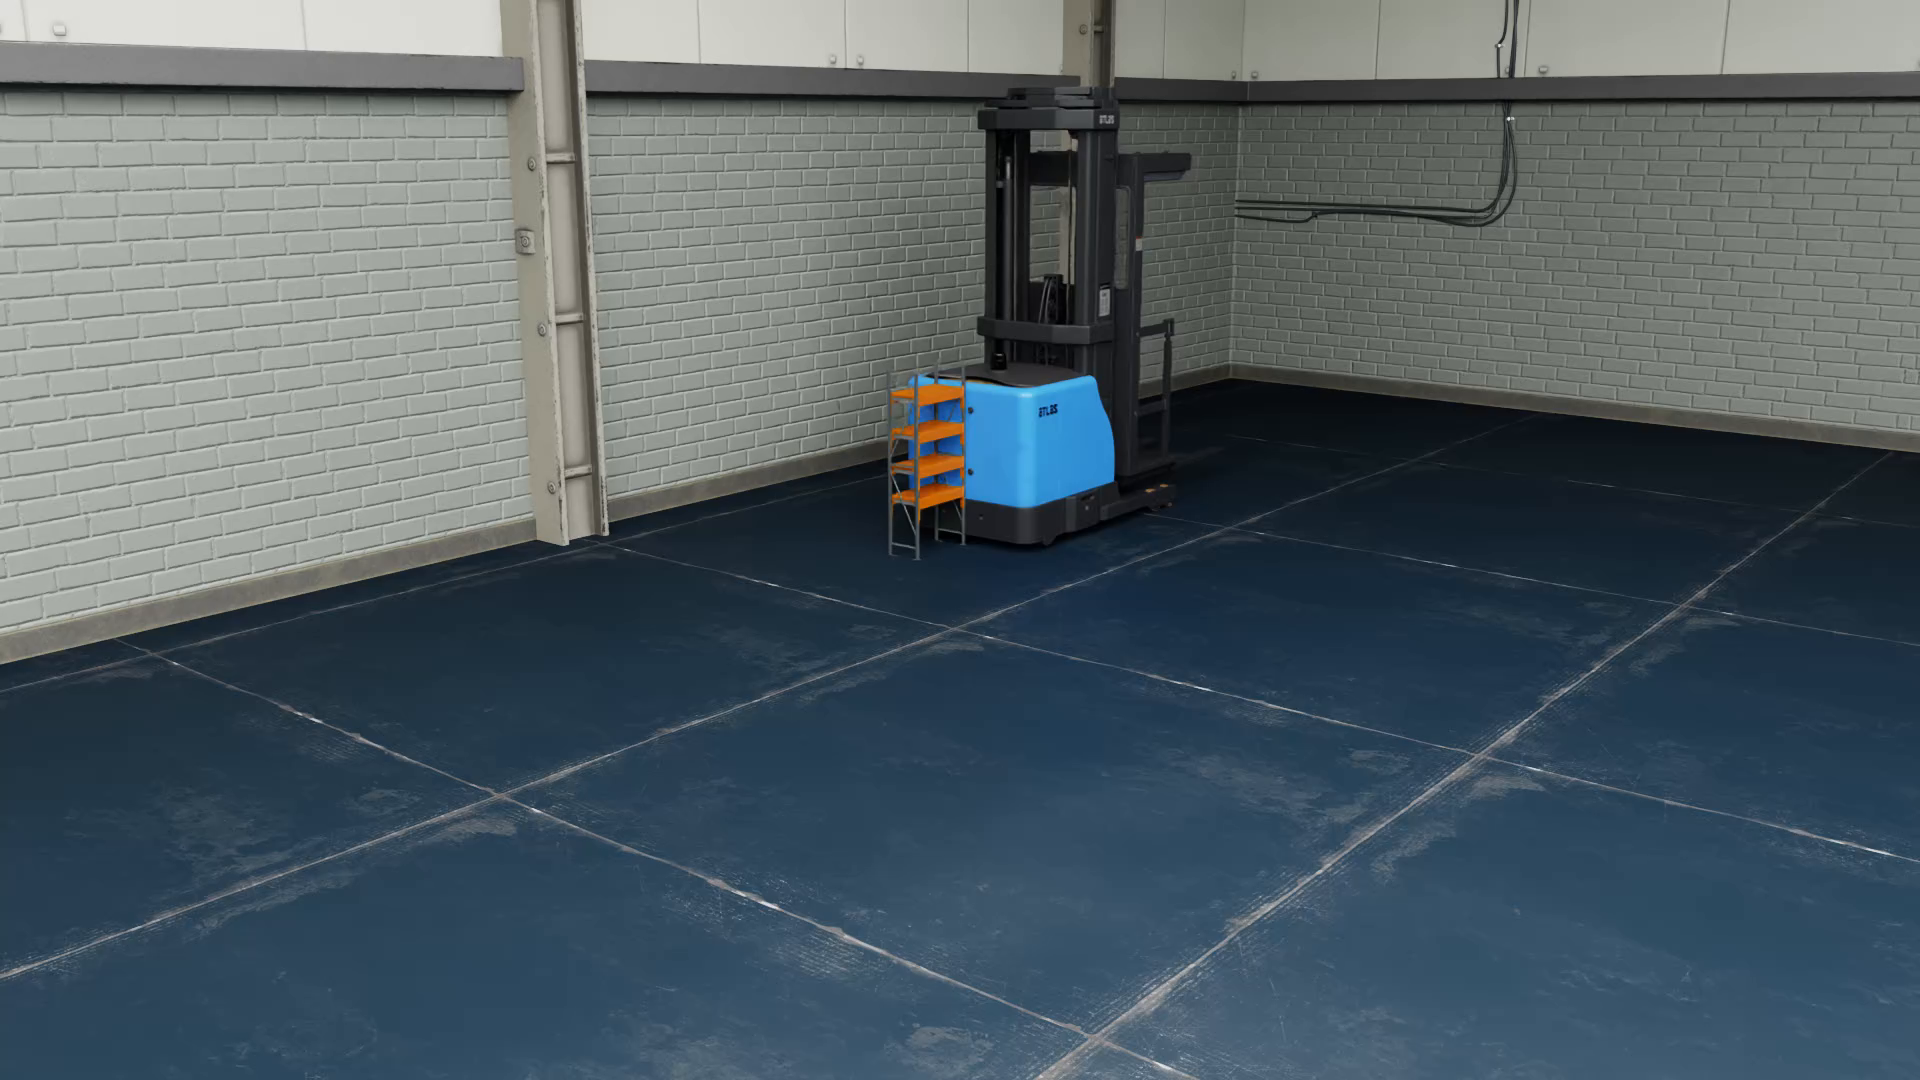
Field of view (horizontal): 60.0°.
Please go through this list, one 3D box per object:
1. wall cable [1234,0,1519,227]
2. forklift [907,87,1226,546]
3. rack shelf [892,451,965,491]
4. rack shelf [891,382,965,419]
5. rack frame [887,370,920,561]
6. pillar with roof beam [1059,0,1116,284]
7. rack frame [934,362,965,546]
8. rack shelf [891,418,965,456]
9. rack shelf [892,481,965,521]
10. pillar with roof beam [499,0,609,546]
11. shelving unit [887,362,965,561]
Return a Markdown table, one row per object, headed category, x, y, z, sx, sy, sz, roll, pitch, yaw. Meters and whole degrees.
| category | x | y | z | sx | sy | sz | roll | pitch | yaw |
| --- | --- | --- | --- | --- | --- | --- | --- | --- | --- |
| wall cable | 4.035 | -4.388 | 16.427 | 3.097 | 2.526 | 0.112 | 11 | 18 | 38 |
| forklift | 0.923 | -1.687 | 11.813 | 1.130 | 2.935 | 3.031 | 10 | 18 | 35 |
| rack shelf | -0.213 | -0.447 | 10.719 | 0.258 | 0.148 | 0.480 | 10 | 18 | 35 |
| rack shelf | -0.213 | -0.893 | 10.605 | 0.258 | 0.148 | 0.480 | 10 | 18 | 35 |
| rack frame | -0.358 | -0.464 | 10.512 | 0.240 | 1.200 | 0.015 | 10 | 18 | 35 |
| pillar with roof beam | 4.504 | -4.867 | 12.007 | 9.100 | 9.000 | 0.400 | 11 | 18 | 38 |
| rack frame | -0.067 | -0.560 | 10.892 | 0.240 | 1.200 | 0.015 | 10 | 18 | 35 |
| rack shelf | -0.213 | -0.664 | 10.663 | 0.258 | 0.148 | 0.480 | 10 | 18 | 35 |
| rack shelf | -0.213 | -0.254 | 10.767 | 0.258 | 0.148 | 0.480 | 10 | 18 | 35 |
| pillar with roof beam | 0.733 | -3.718 | 7.484 | 9.100 | 9.000 | 0.400 | 11 | 18 | 38 |
| shelving unit | -0.213 | -0.512 | 10.702 | 0.258 | 1.200 | 0.503 | 10 | 18 | 35 |
